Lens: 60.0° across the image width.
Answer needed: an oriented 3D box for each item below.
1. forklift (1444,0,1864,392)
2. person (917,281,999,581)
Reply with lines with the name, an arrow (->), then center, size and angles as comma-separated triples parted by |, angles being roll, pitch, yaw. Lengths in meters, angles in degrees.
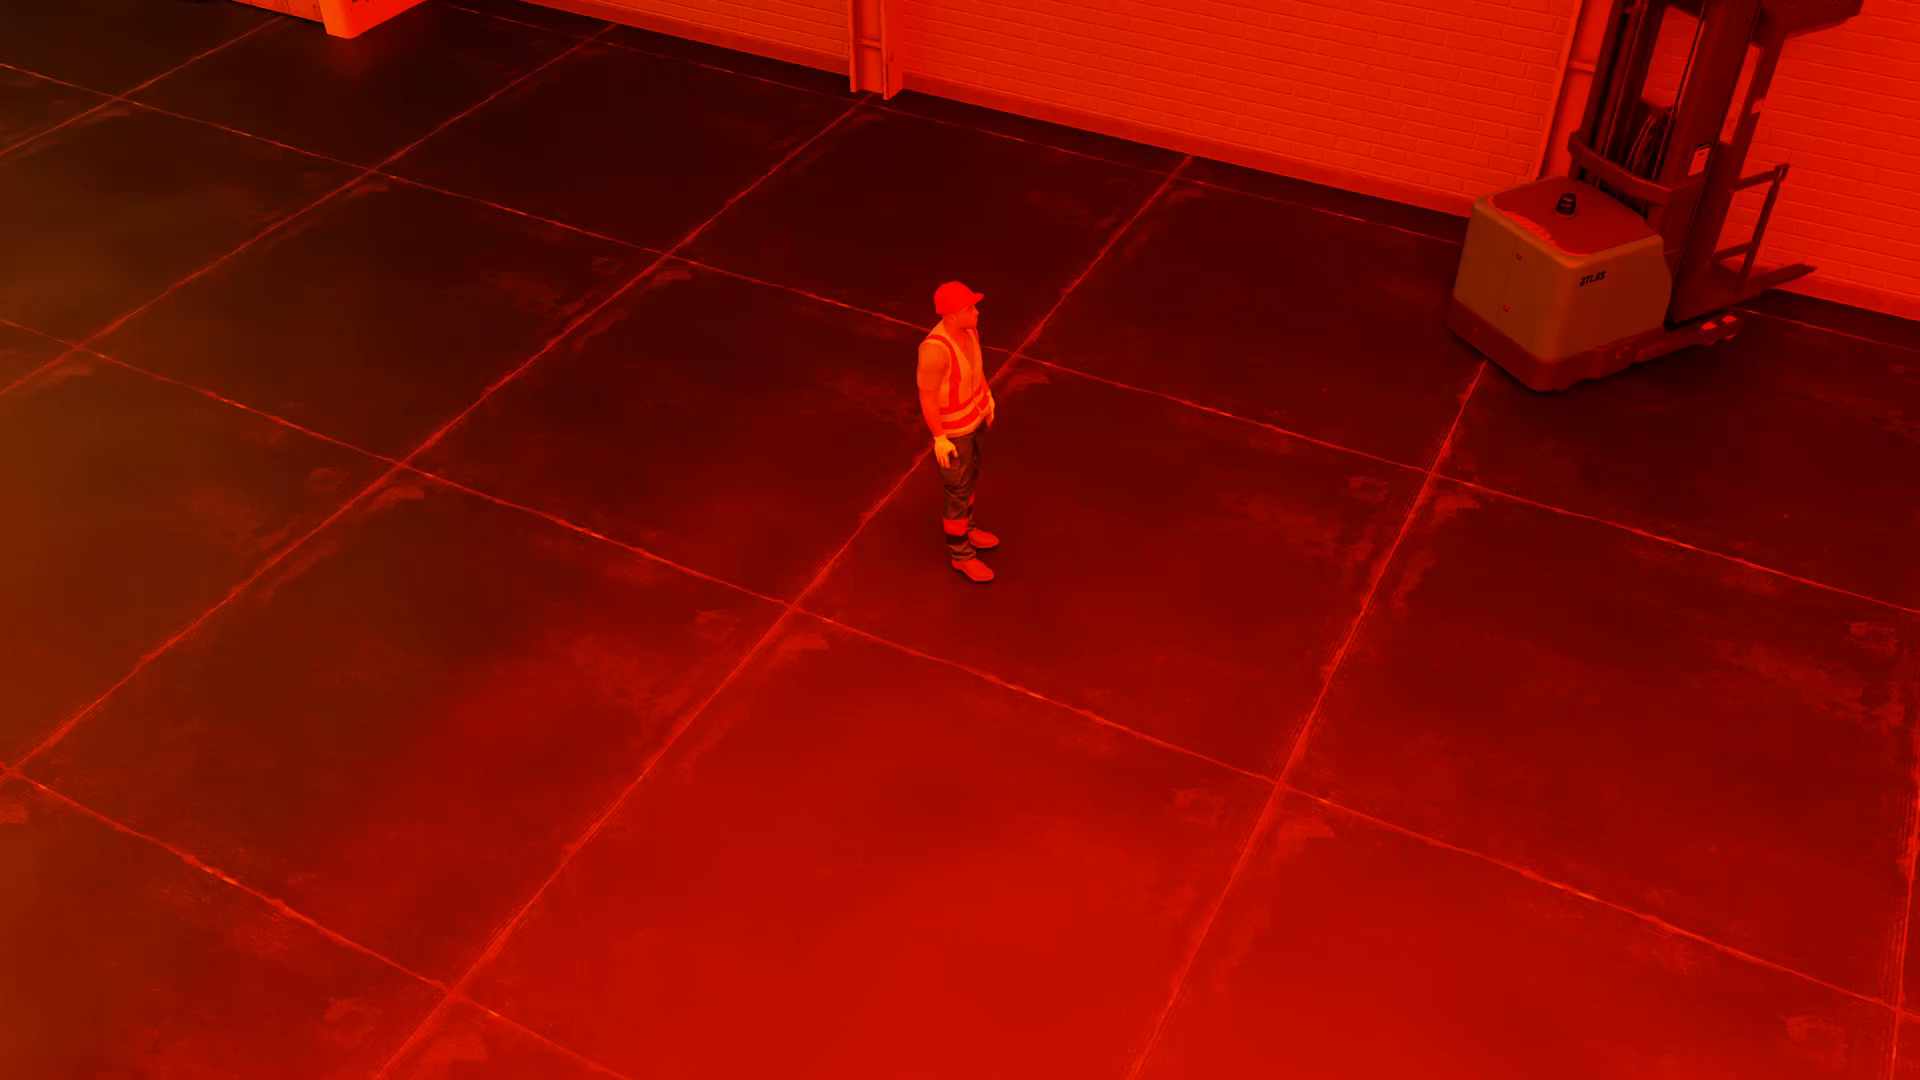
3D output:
forklift -> 5.048, -2.798, 11.308 | 3.031, 2.935, 1.130 | -18, 43, -20
person -> 0.066, -0.659, 9.644 | 0.562, 1.790, 0.637 | 18, 43, 21
